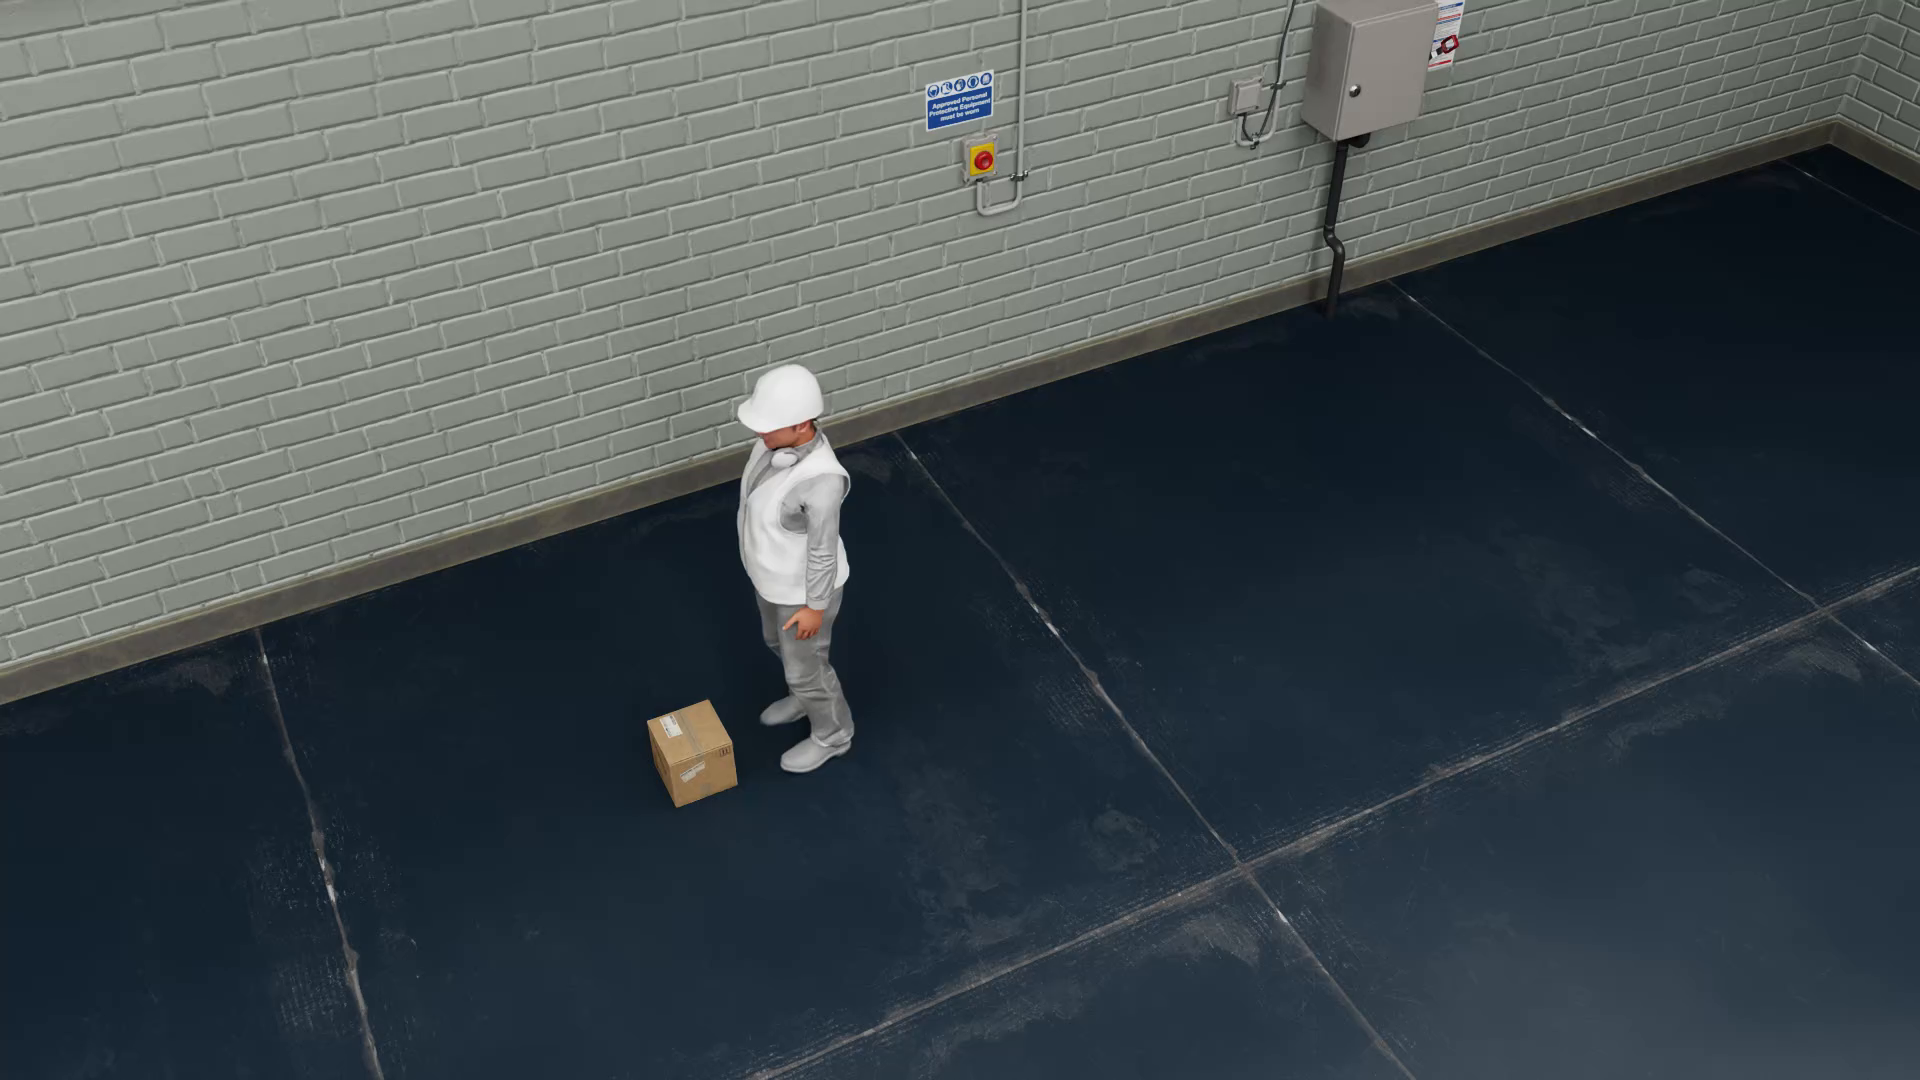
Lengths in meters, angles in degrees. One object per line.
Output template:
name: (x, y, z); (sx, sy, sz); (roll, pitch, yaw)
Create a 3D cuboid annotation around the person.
person: (-0.592, 0.120, 6.016); (0.360, 1.779, 0.533); (-18, 44, -19)
